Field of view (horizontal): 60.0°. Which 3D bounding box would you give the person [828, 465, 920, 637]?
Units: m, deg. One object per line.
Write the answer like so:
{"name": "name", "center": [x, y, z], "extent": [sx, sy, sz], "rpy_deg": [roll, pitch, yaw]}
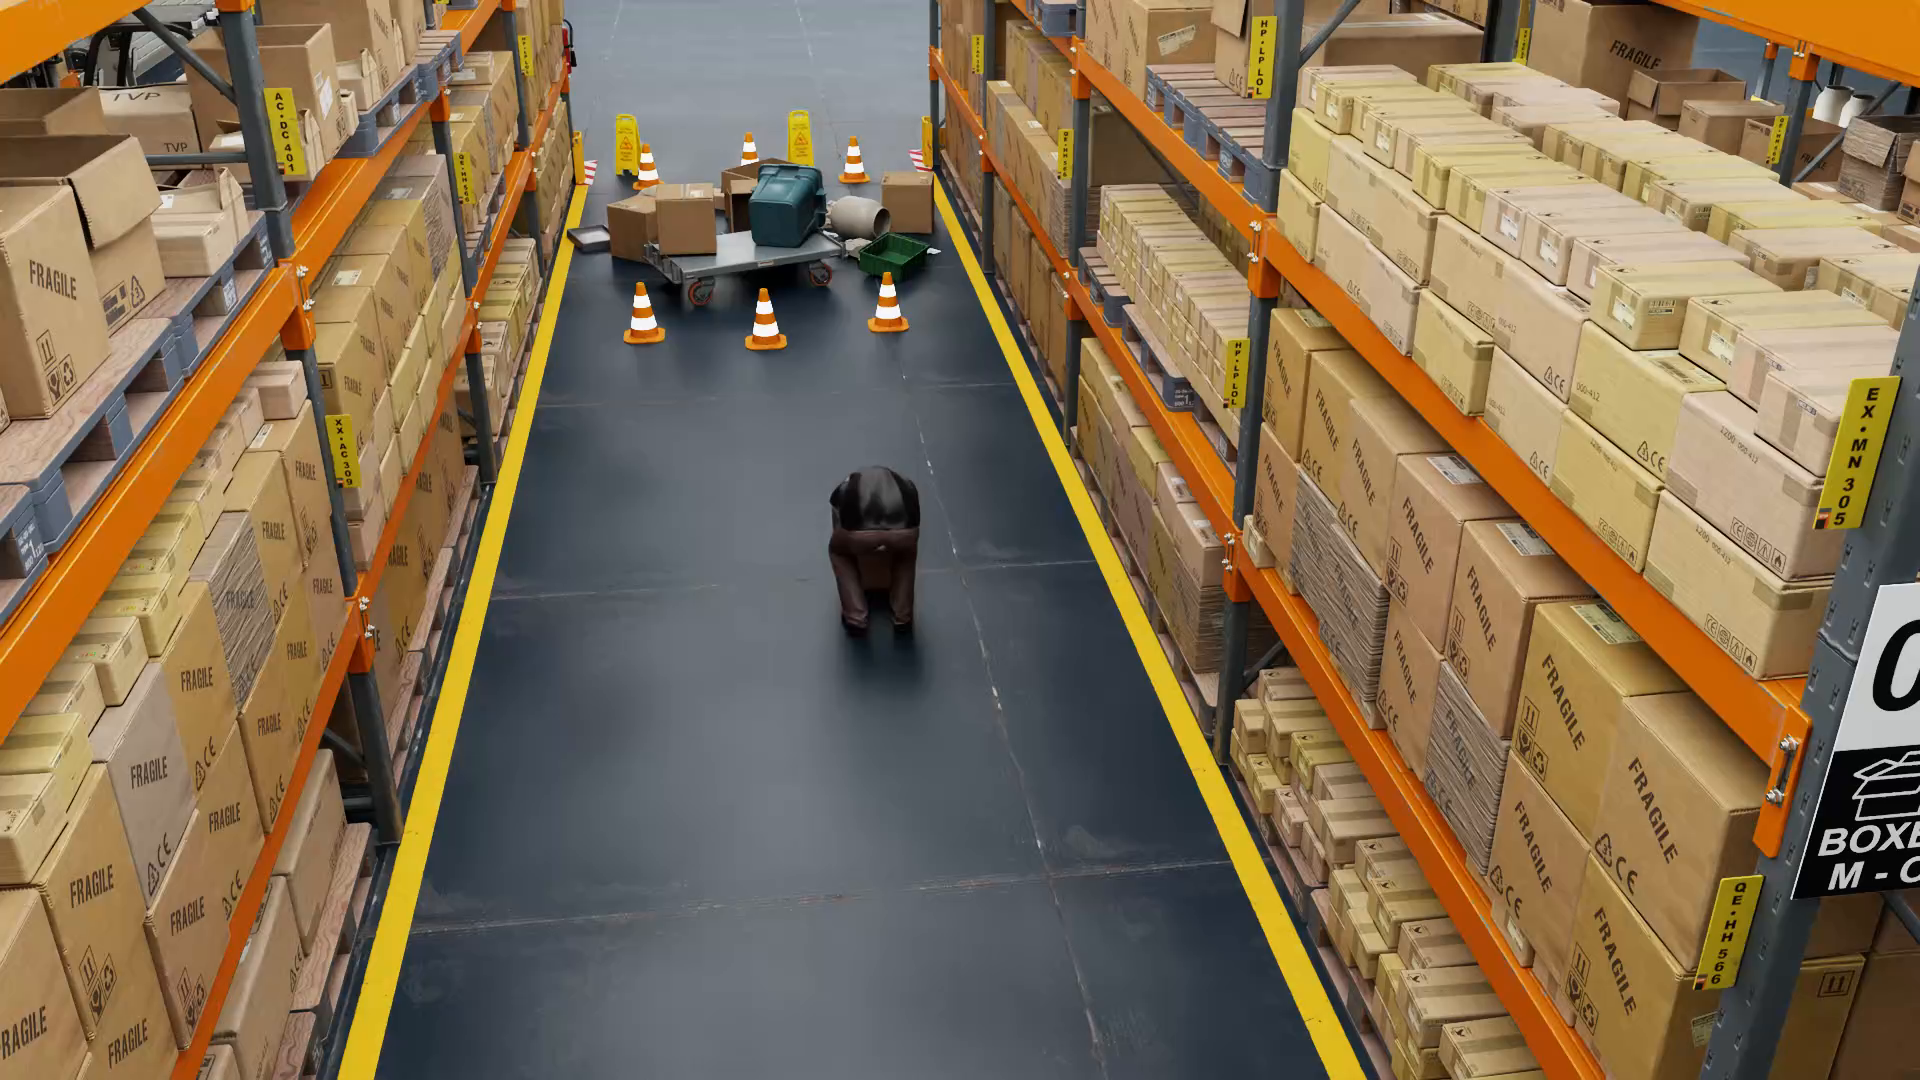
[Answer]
{"name": "person", "center": [-0.503, -0.016, 9.515], "extent": [0.513, 0.960, 0.944], "rpy_deg": [-5, 27, -10]}
